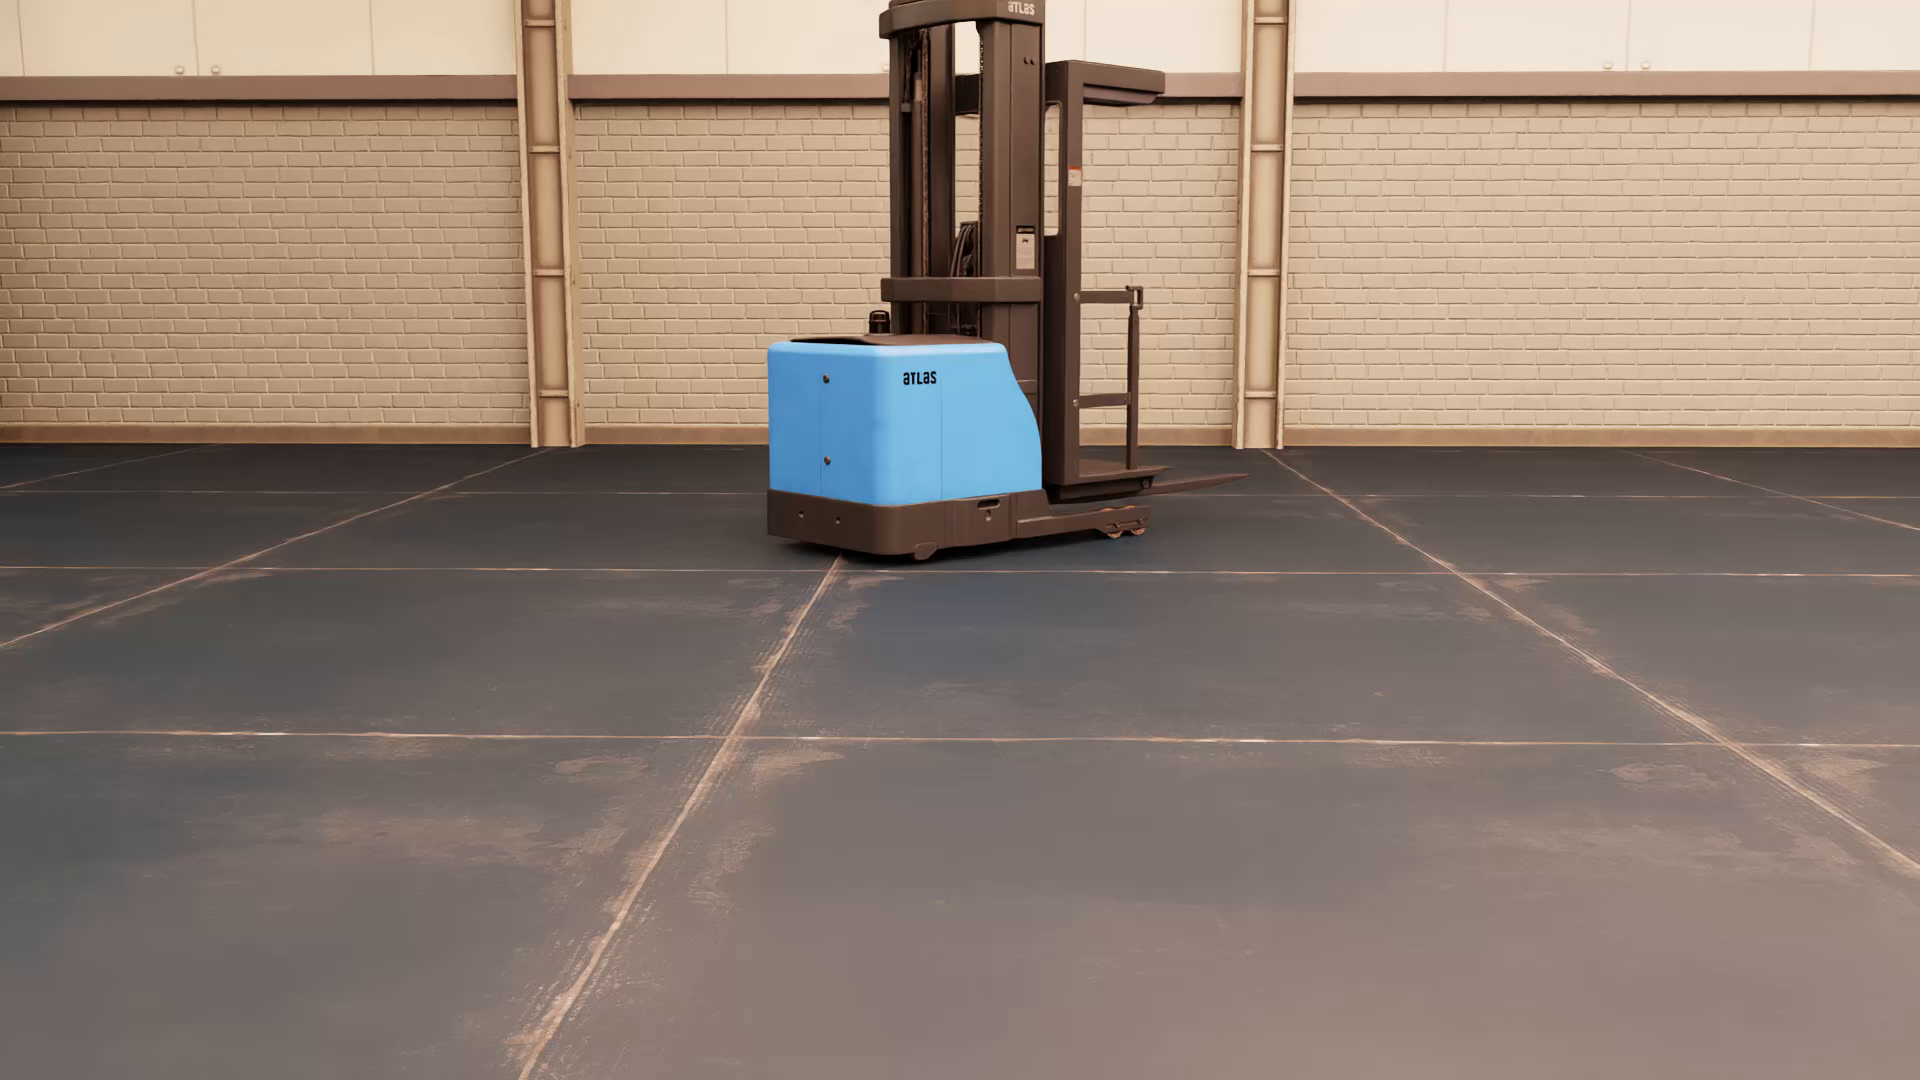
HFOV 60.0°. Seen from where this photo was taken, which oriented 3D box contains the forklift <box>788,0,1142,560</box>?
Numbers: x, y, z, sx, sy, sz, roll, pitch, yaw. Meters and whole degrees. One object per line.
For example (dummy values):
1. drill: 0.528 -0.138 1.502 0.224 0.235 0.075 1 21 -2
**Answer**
1. forklift: 0.222 -1.532 9.325 1.130 2.935 3.031 4 10 25
